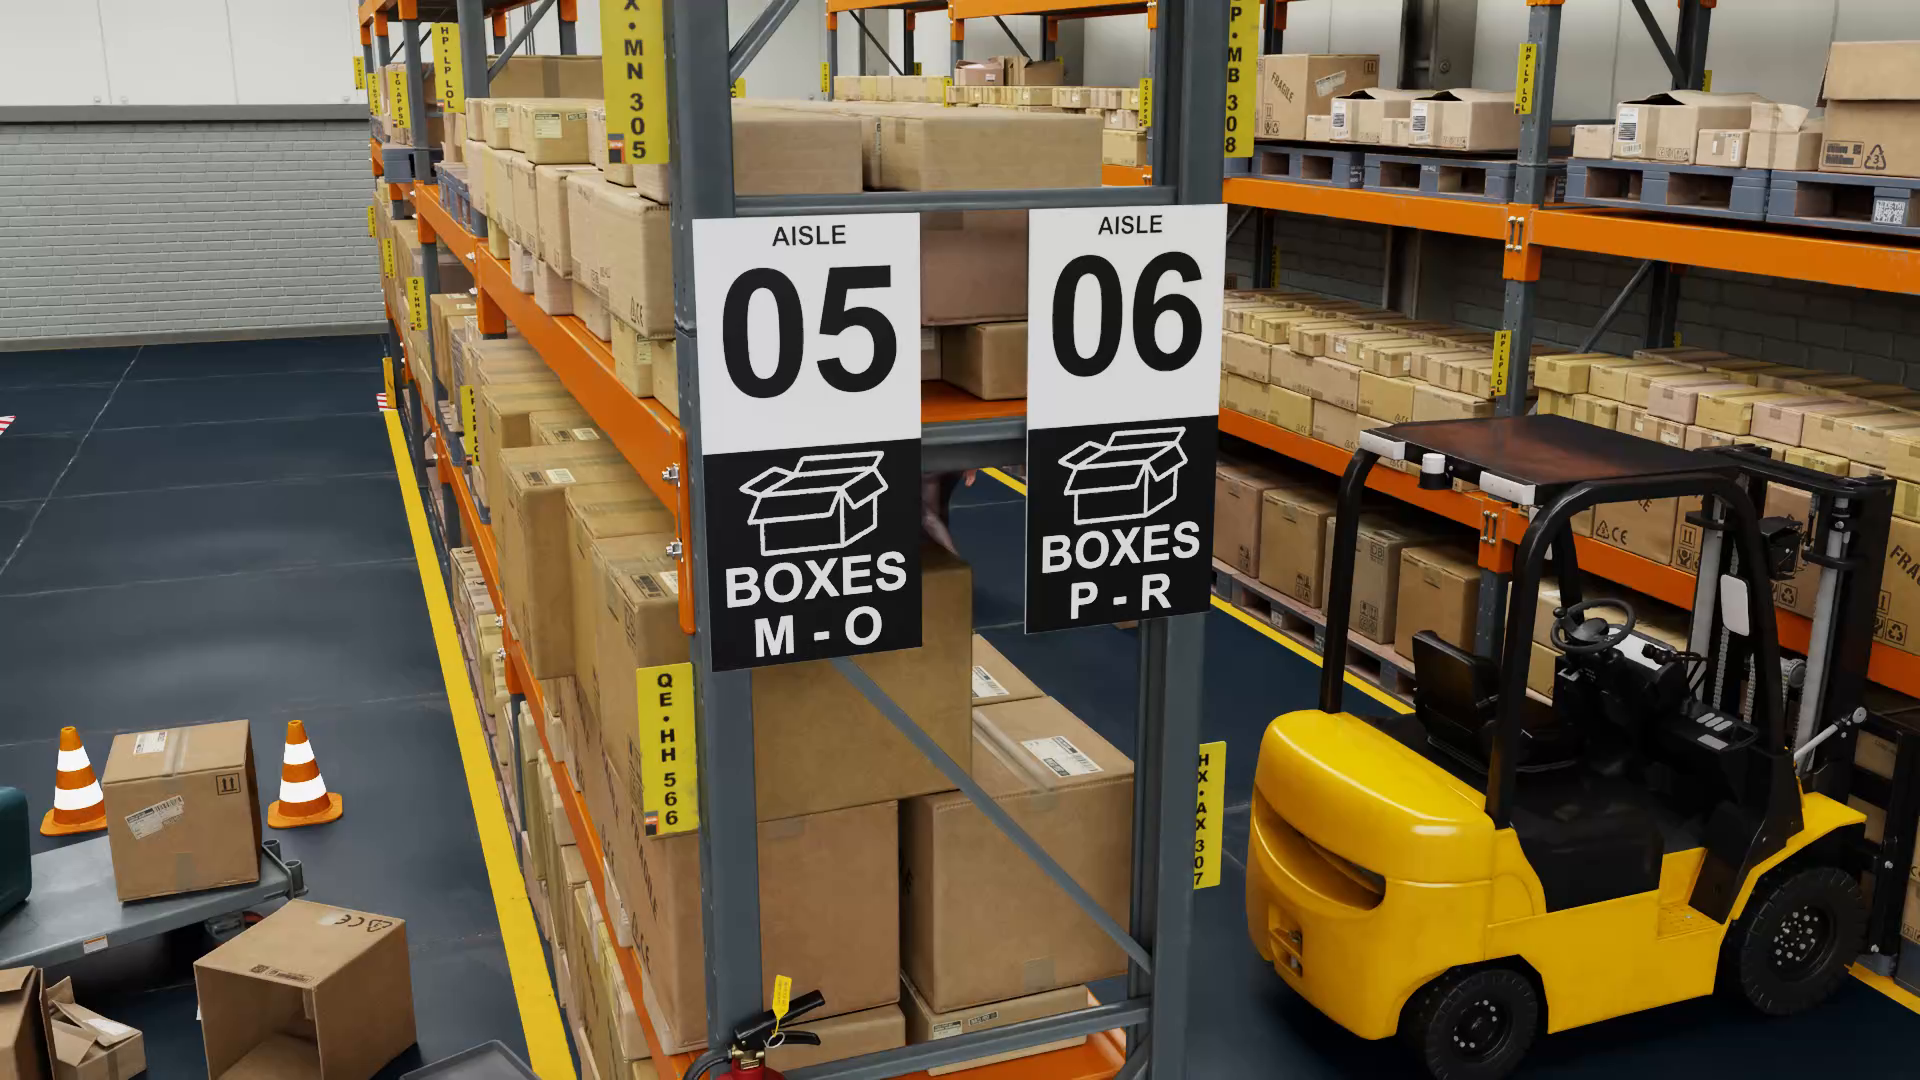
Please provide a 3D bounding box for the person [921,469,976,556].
[{"bbox_3d":[-0.152,-0.551,11.561,0.543,1.677,1.020,-7,17,-23],"label":"person"}]
